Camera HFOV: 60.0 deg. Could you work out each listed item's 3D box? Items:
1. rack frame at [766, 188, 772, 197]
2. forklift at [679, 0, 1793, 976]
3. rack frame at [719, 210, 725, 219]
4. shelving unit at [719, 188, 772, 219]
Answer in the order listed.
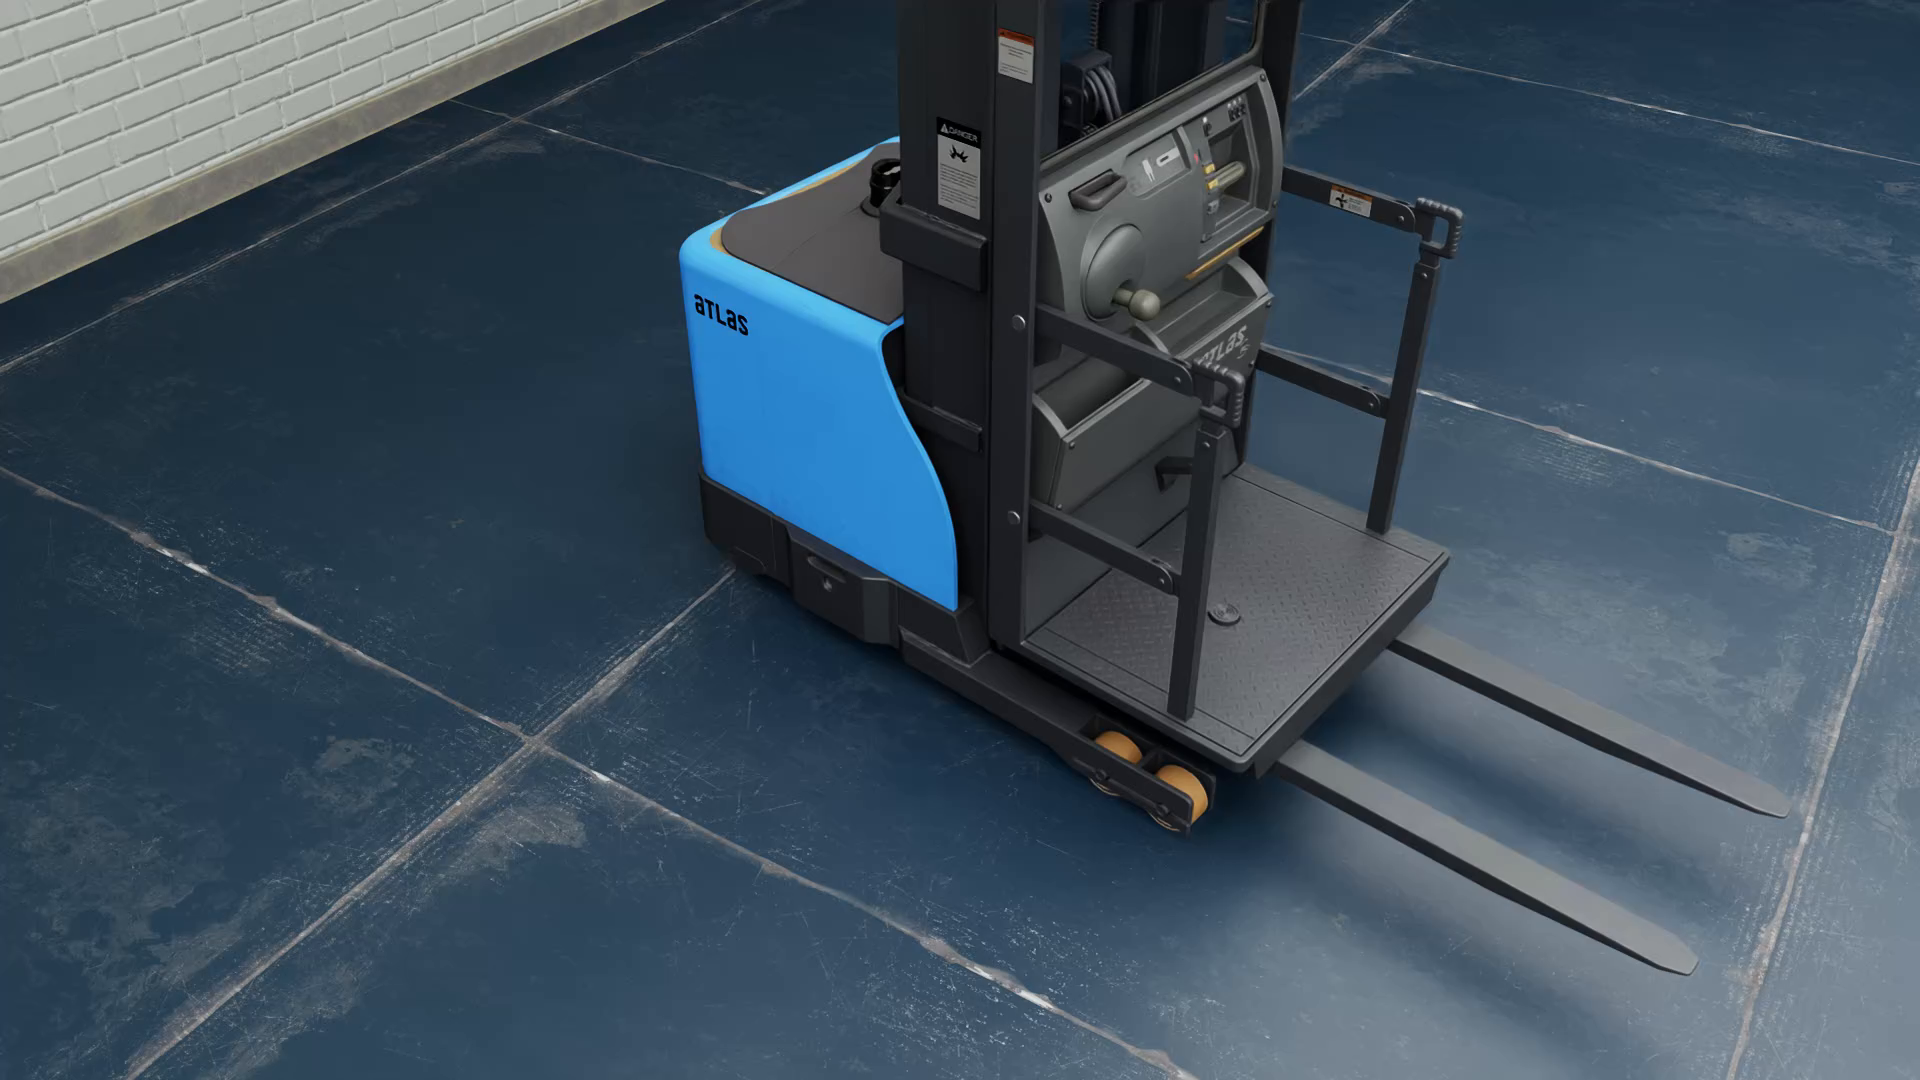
[{"bbox_3d":[-0.514,-0.700,5.421,0.240,0.900,0.006,26,45,30],"label":"rack frame"},{"bbox_3d":[0.659,-0.781,3.862,3.031,2.935,1.130,27,45,31],"label":"forklift"},{"bbox_3d":[-0.641,-0.604,5.296,0.240,0.900,0.006,26,45,30],"label":"rack frame"},{"bbox_3d":[-0.578,-0.652,5.359,0.258,0.900,0.210,26,45,30],"label":"shelving unit"}]
